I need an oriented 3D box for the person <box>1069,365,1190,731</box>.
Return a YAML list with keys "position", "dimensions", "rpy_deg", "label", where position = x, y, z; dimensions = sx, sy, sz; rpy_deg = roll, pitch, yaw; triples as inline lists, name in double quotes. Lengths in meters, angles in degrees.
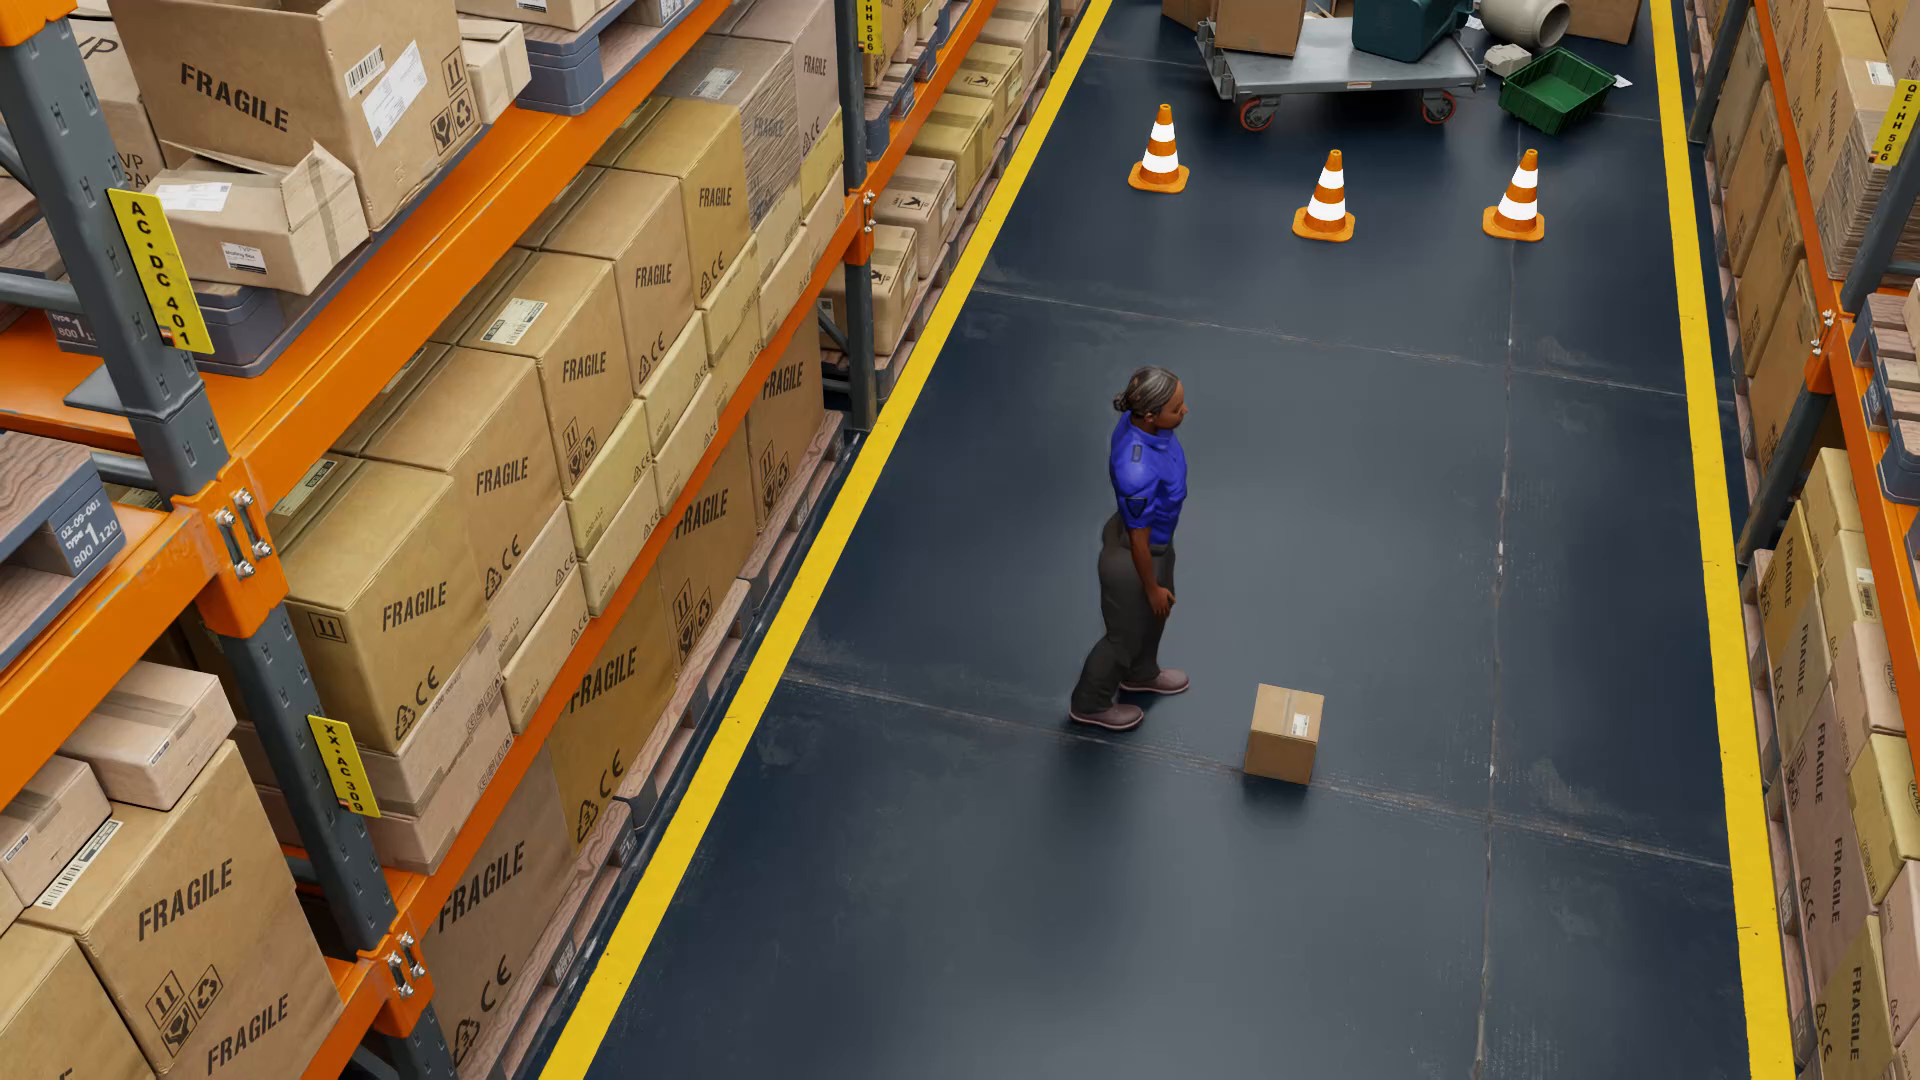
- position: [0.675, 0.053, 6.094]
  dimensions: [0.469, 1.669, 0.464]
  rpy_deg: [6, 42, 6]
  label: "person"
